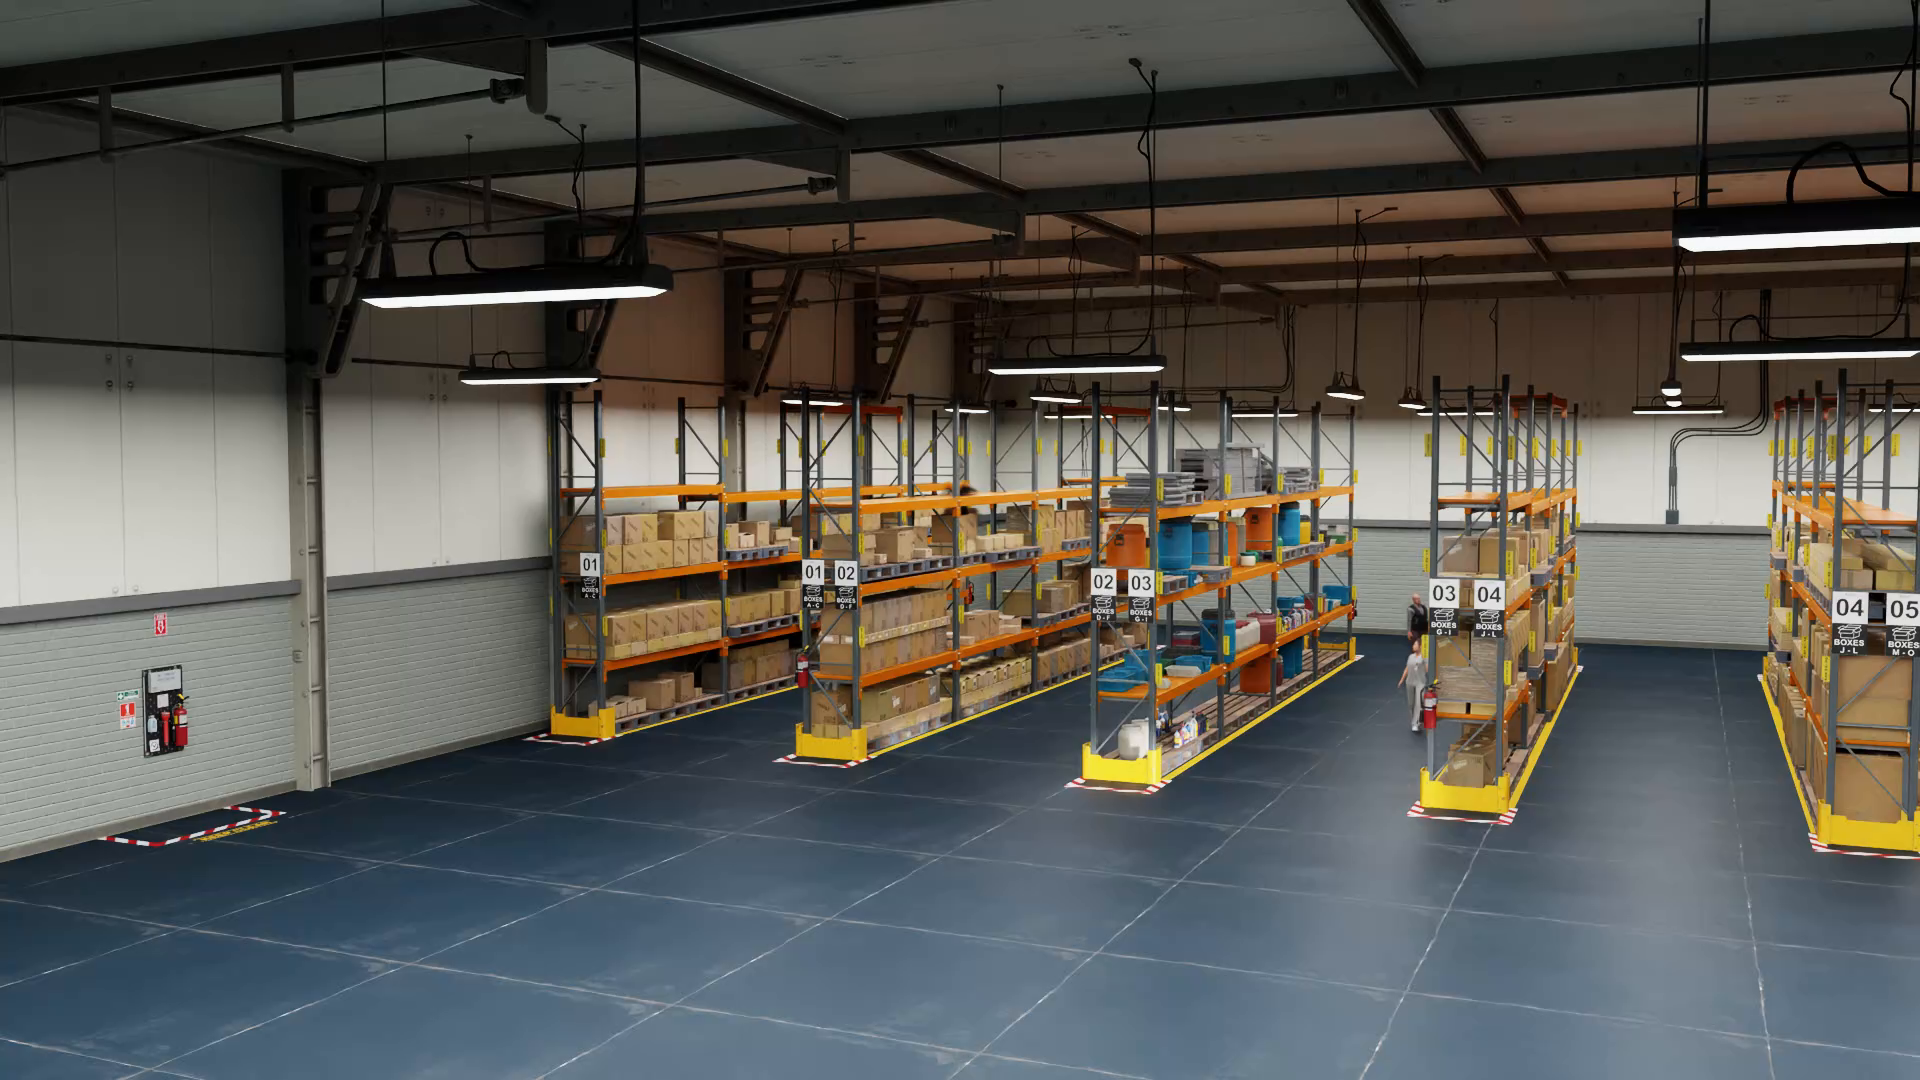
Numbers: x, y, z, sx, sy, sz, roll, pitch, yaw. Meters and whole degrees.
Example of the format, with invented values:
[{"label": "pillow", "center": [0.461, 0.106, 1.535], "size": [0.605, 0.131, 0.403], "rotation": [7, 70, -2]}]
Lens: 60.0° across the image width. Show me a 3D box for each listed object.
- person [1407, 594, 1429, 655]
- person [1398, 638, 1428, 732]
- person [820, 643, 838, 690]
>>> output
[{"label": "person", "center": [10.311, 2.074, 37.450], "size": [0.588, 1.726, 0.437], "rotation": [-1, 3, -16]}, {"label": "person", "center": [8.090, 2.559, 29.504], "size": [0.586, 1.625, 1.014], "rotation": [2, 4, 28]}, {"label": "person", "center": [-2.553, 2.324, 33.616], "size": [0.564, 1.660, 0.593], "rotation": [0, 3, -8]}]
